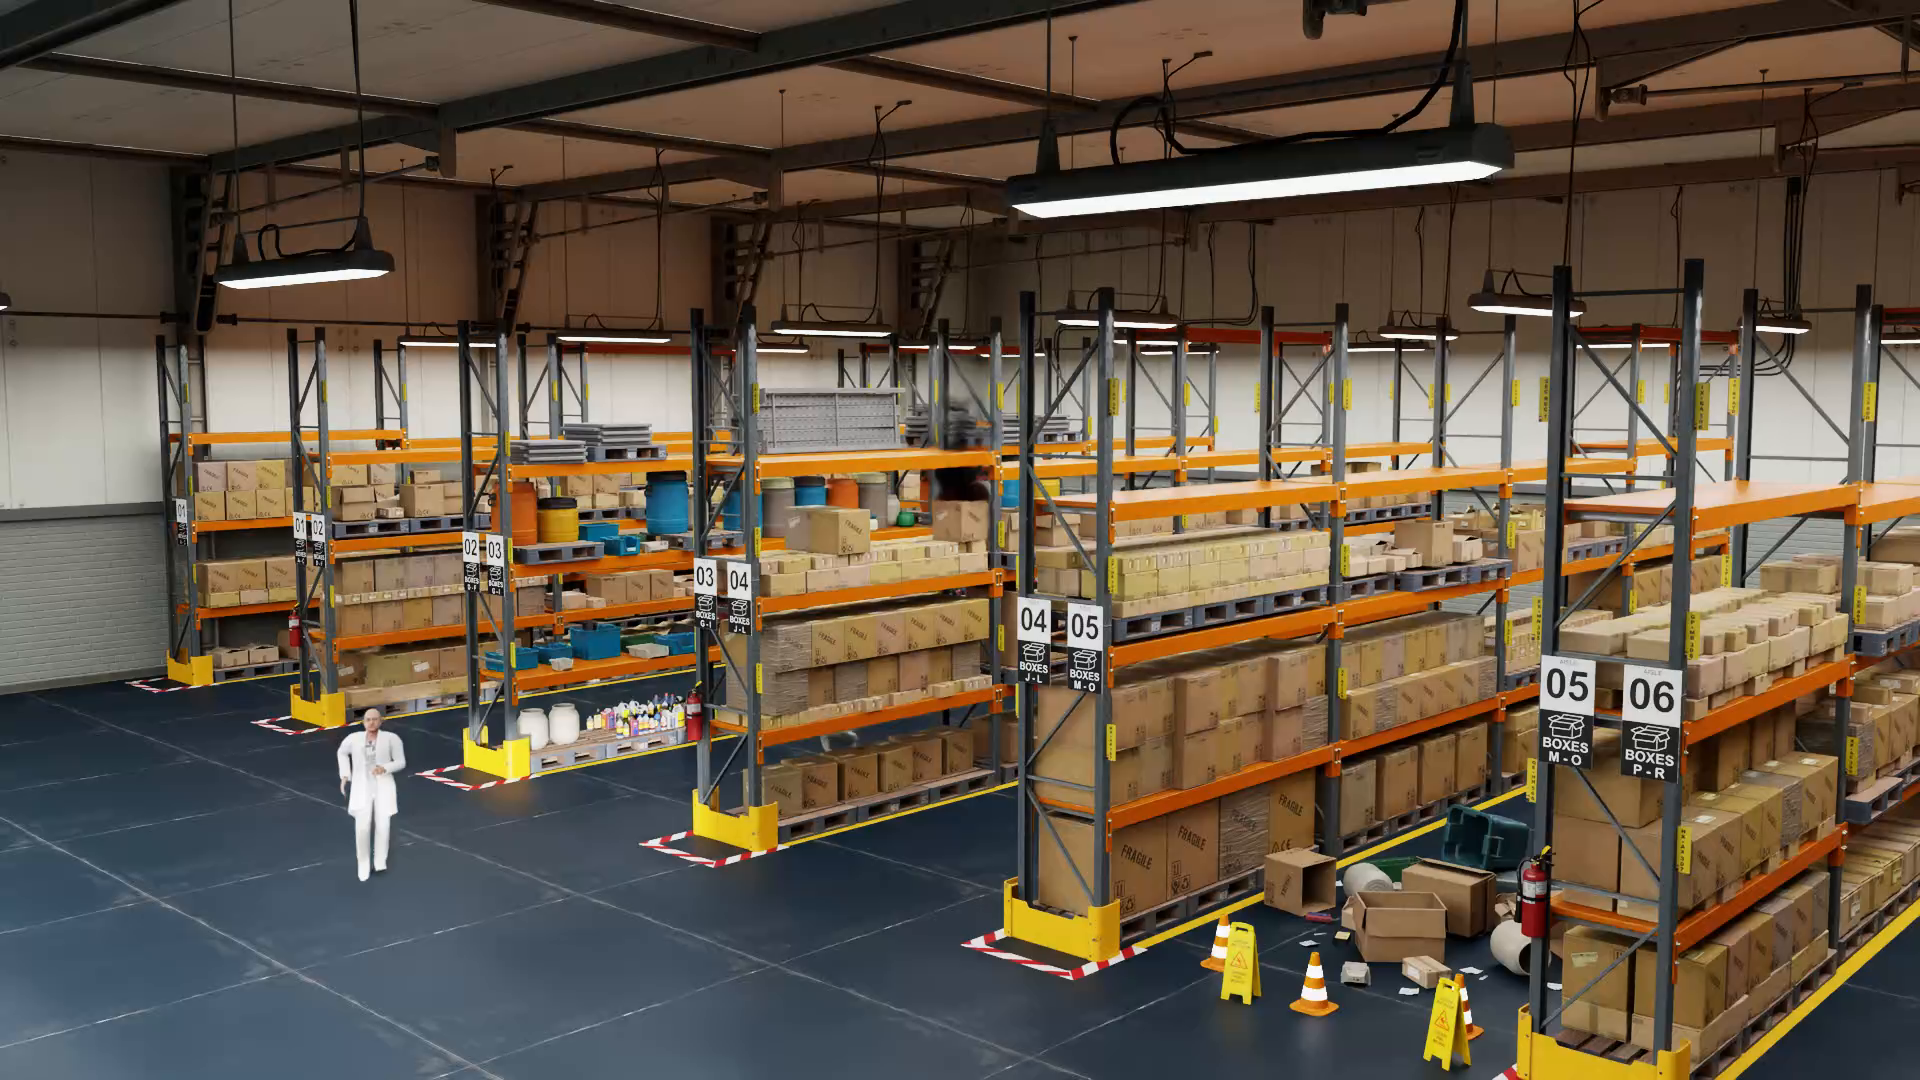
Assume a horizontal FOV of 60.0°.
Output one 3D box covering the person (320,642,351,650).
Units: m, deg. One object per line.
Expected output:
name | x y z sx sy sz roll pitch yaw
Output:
person | -10.297 1.748 27.588 0.594 1.662 0.535 4 7 36

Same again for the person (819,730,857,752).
person | -1.688 2.229 22.642 0.564 1.620 0.625 4 7 36

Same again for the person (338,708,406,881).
person | -6.139 2.637 17.376 0.680 1.752 0.762 -2 6 -19
